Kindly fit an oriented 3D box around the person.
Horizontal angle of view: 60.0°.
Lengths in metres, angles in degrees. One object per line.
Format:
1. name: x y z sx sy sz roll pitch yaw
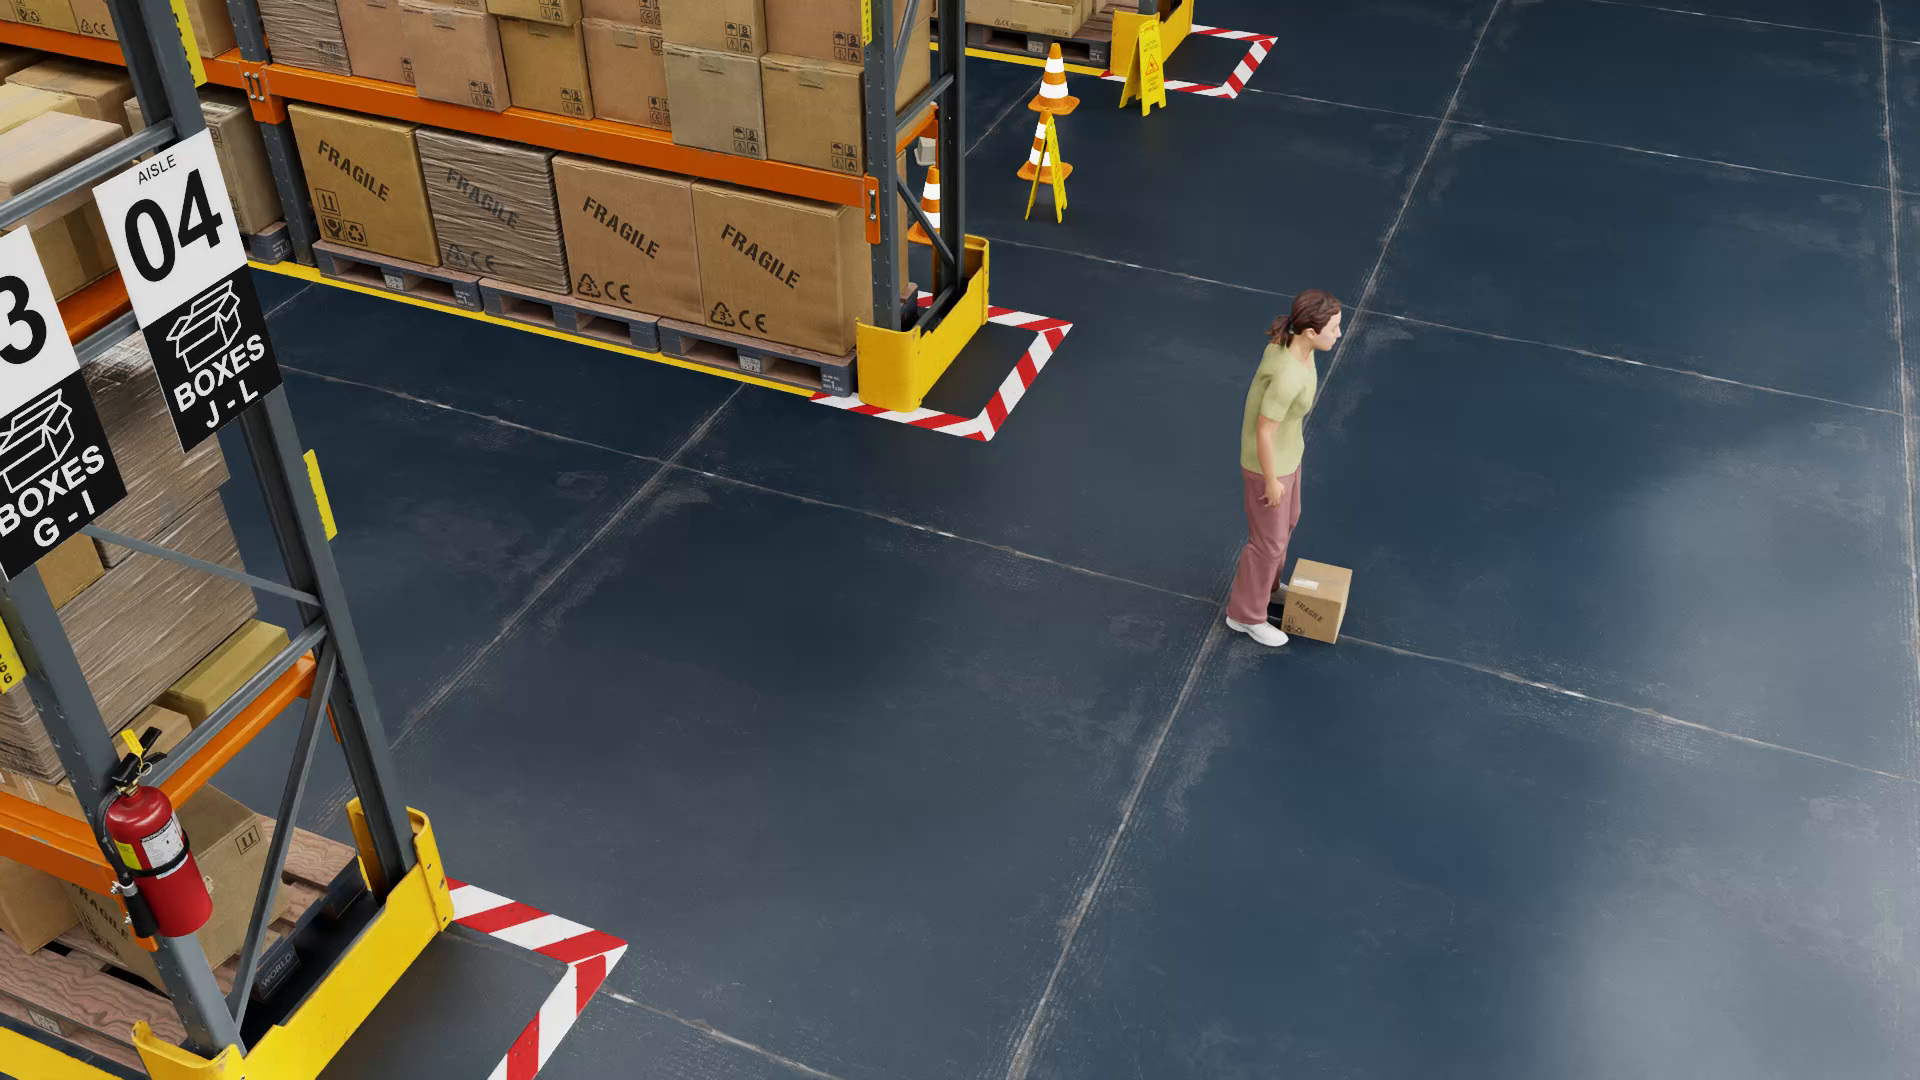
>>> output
1. person: 1.401 -0.248 7.334 0.362 1.437 0.517 12 39 15
